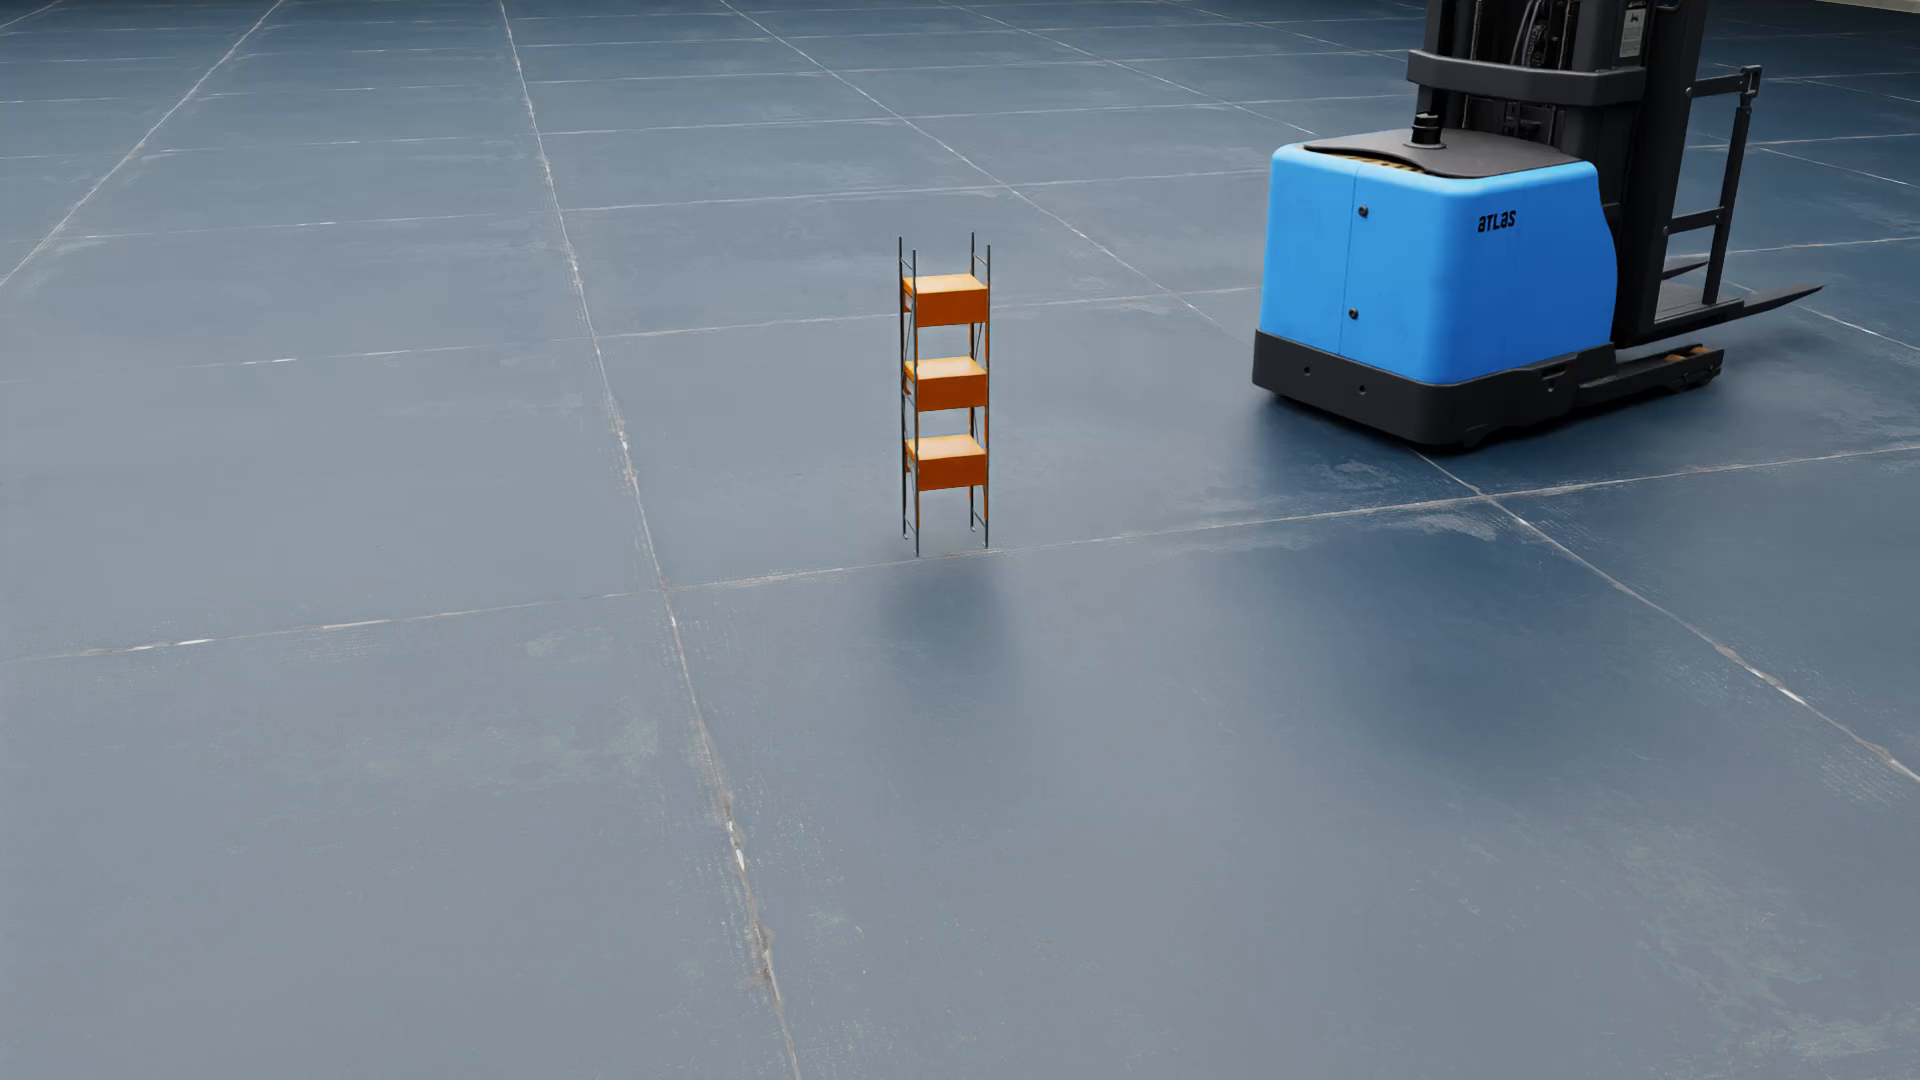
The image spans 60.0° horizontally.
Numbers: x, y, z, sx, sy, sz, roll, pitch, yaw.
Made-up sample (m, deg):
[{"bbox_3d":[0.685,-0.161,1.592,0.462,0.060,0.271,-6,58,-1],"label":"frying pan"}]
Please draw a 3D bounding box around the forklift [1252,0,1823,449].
[{"bbox_3d":[2.755,-2.142,7.024,3.031,2.935,1.130,-15,28,-32],"label":"forklift"}]

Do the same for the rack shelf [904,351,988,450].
[{"bbox_3d":[-0.052,-0.467,5.534,0.240,0.259,0.215,-6,24,-14],"label":"rack shelf"}]

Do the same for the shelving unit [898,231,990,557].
[{"bbox_3d":[-0.052,-0.477,5.530,0.252,1.050,0.215,-6,24,-14],"label":"shelving unit"}]

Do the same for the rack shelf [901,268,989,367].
[{"bbox_3d":[-0.052,-0.728,5.422,0.240,0.259,0.215,-6,24,-14],"label":"rack shelf"}]

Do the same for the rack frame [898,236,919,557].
[{"bbox_3d":[-0.169,-0.464,5.499,0.008,1.050,0.200,-6,24,-14],"label":"rack frame"}]

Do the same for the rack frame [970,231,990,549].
[{"bbox_3d":[0.066,-0.490,5.560,0.008,1.050,0.200,-6,24,-14],"label":"rack frame"}]

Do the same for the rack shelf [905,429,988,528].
[{"bbox_3d":[-0.052,-0.212,5.643,0.240,0.259,0.215,-6,24,-14],"label":"rack shelf"}]
